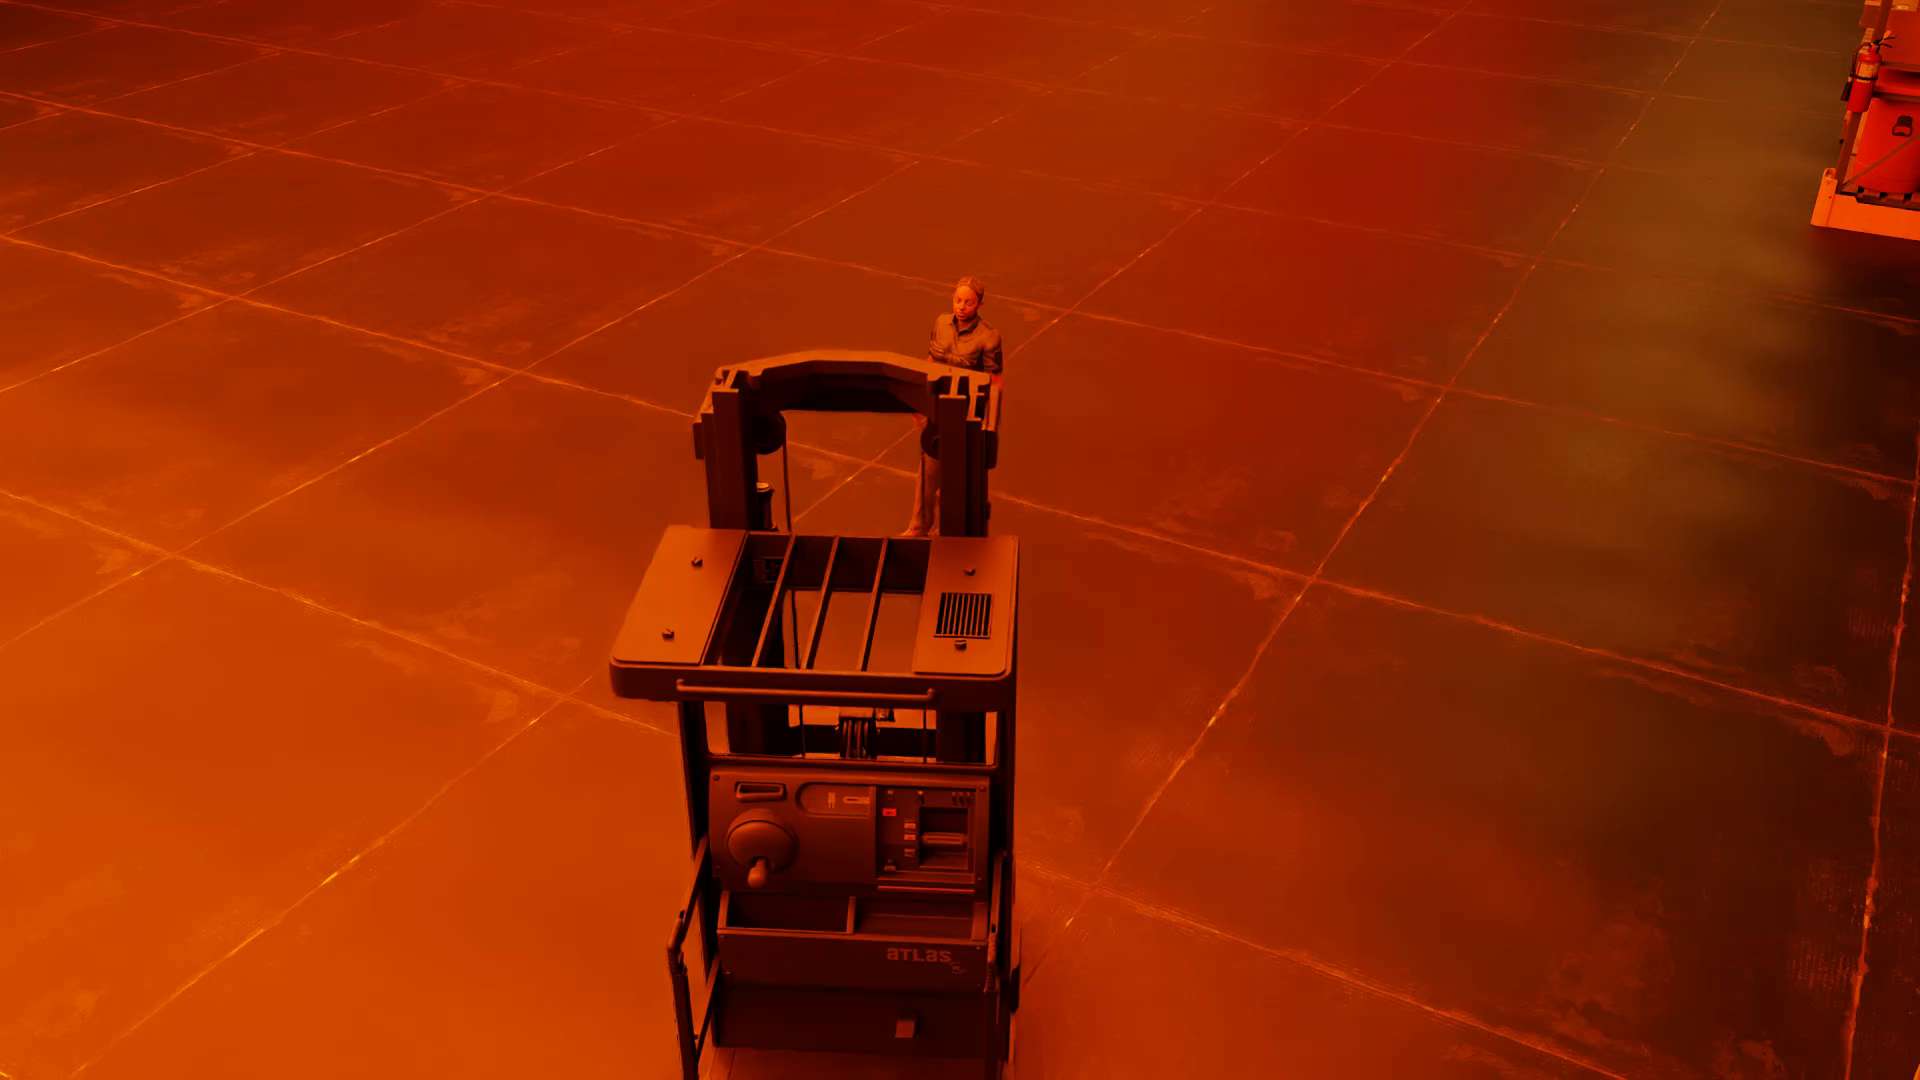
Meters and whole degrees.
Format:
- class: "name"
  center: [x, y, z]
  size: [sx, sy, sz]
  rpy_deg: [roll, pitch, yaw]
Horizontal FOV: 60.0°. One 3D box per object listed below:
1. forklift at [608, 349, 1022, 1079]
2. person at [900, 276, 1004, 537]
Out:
- class: "forklift"
  center: [-0.378, 1.010, 5.320]
  size: [1.130, 2.935, 3.031]
  rpy_deg: [2, 30, 3]
- class: "person"
  center: [-0.060, -0.690, 9.527]
  size: [0.569, 1.656, 0.503]
  rpy_deg: [15, 33, 25]
